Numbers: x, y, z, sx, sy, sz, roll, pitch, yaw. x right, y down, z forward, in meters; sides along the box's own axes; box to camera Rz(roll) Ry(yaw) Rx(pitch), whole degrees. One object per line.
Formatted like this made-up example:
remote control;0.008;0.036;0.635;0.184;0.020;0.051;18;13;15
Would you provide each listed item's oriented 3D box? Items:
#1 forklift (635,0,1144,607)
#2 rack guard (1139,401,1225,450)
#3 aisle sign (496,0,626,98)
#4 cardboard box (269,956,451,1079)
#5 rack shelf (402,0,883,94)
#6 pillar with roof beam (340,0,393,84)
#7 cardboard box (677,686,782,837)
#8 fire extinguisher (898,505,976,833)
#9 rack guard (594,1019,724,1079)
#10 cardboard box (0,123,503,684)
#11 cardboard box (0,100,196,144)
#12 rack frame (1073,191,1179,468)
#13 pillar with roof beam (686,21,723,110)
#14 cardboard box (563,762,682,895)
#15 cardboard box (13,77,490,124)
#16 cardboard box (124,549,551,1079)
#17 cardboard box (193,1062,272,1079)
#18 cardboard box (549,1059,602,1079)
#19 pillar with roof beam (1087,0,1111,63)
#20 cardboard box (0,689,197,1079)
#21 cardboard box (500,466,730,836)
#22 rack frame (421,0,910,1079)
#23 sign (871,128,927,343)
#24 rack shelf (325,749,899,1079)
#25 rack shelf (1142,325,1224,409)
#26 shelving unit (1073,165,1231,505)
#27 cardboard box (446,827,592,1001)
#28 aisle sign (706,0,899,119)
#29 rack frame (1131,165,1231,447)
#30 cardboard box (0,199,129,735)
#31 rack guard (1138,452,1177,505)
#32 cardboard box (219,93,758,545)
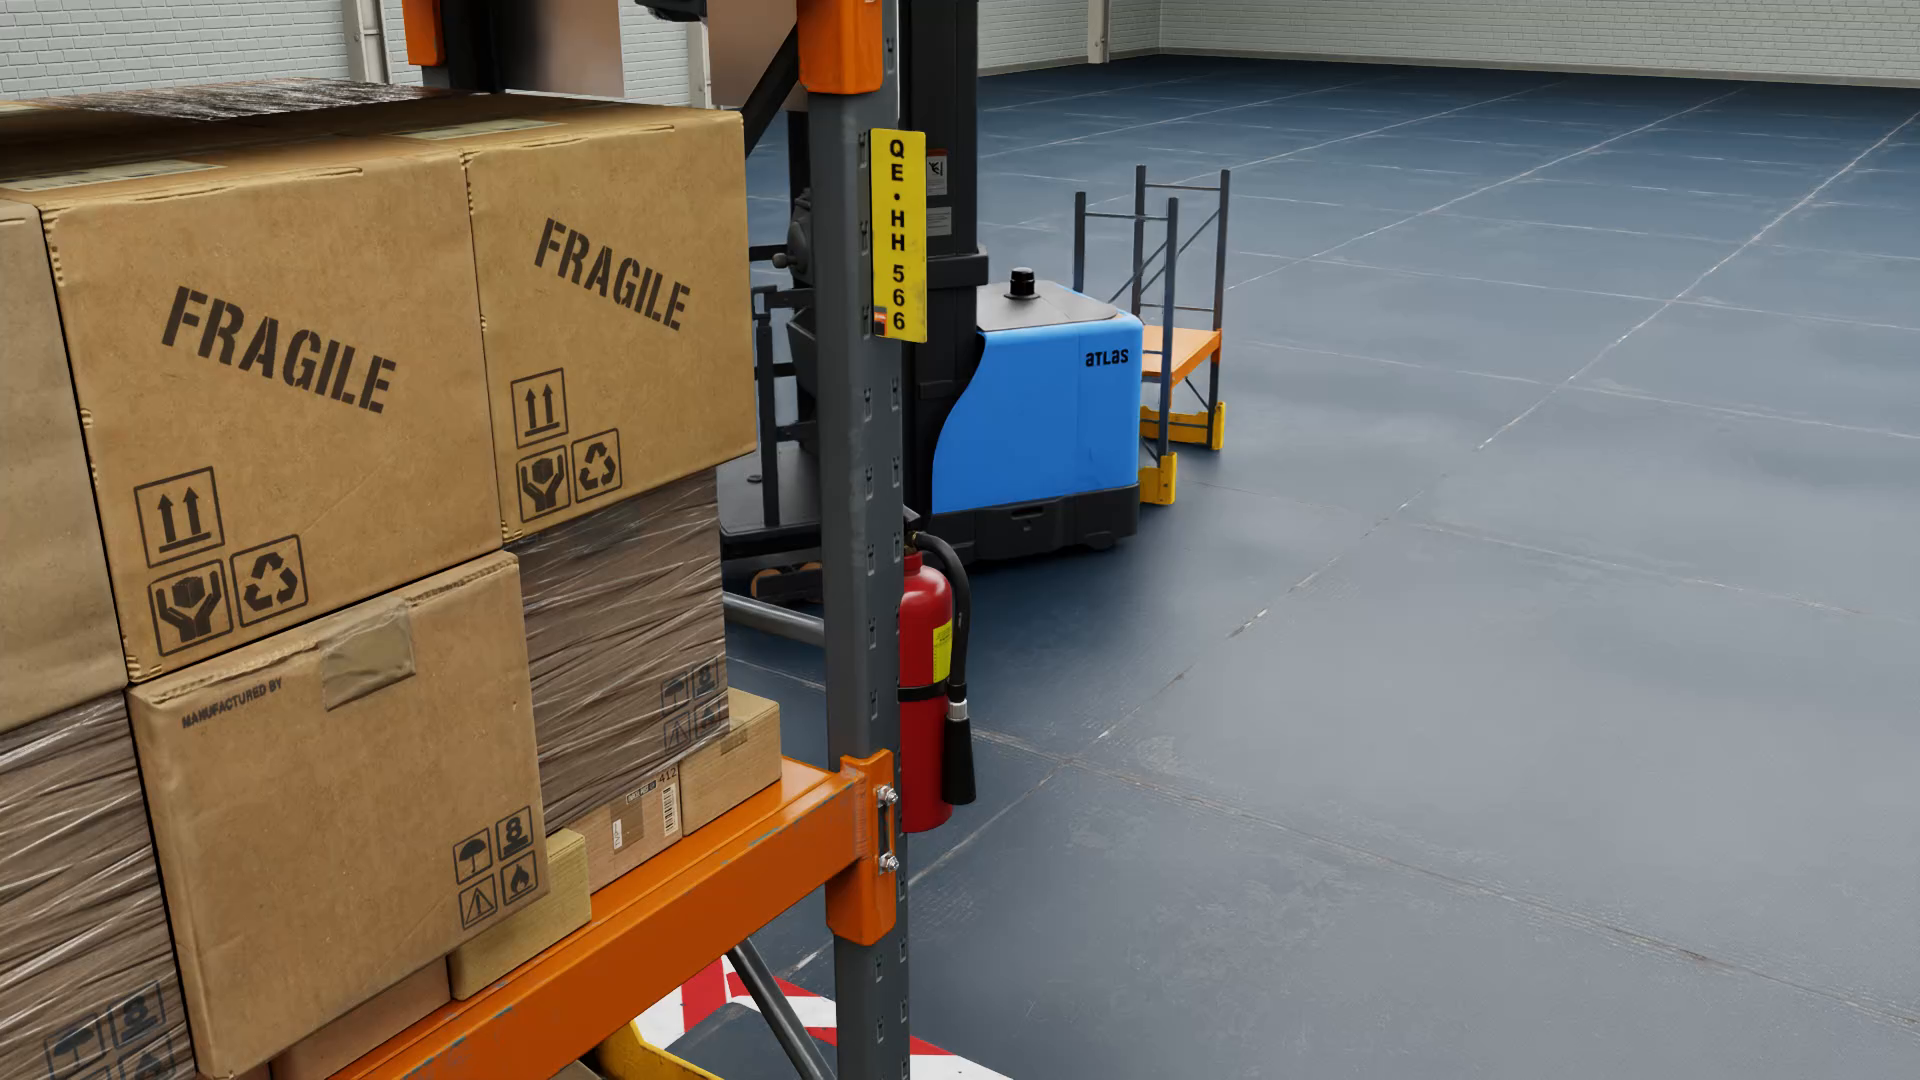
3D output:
forklift;-0.737;-1.291;7.031;3.031;2.935;1.130;-9;22;-22
rack guard;1.165;-0.660;9.188;0.587;0.250;0.087;8;22;21
aisle sign;-0.756;-1.191;2.914;0.394;0.787;0.004;13;24;32
cardboard box;-0.924;0.566;2.272;0.380;0.149;0.250;13;24;32
rack shelf;-1.667;-0.391;1.212;1.077;0.370;4.000;13;24;32
pillar with roof beam;-3.677;-8.188;16.931;9.100;9.000;0.400;13;24;32
cardboard box;-0.532;0.344;2.873;0.380;0.149;0.250;13;24;32
fire extinguisher;-0.097;0.198;3.018;0.296;0.674;0.183;13;24;32
rack guard;-0.585;1.299;3.534;1.175;0.500;0.348;13;24;32
cardboard box;-0.924;-0.200;1.969;0.500;0.500;0.500;13;24;32
cardboard box;-1.364;-0.304;2.249;0.500;0.500;0.500;13;24;32
rack frame;0.787;-0.926;8.106;0.500;1.500;0.032;8;22;21
pillar with roof beam;-0.304;-9.910;21.585;9.100;9.000;0.400;13;24;32
cardboard box;-0.673;0.416;2.679;0.380;0.149;0.250;13;24;32
cardboard box;-1.077;-0.446;2.634;0.500;0.500;0.500;13;24;32
cardboard box;-1.056;0.237;2.227;0.875;0.500;0.500;13;24;32
cardboard box;-1.099;0.630;2.100;0.380;0.149;0.250;13;24;32
cardboard box;-0.908;1.256;3.044;0.500;0.500;0.500;19;28;42
pillar with roof beam;6.442;-13.353;30.893;9.100;9.000;0.400;13;24;32
cardboard box;-1.373;0.372;1.862;0.875;0.500;0.500;13;24;32
cardboard box;-0.875;0.070;2.678;0.875;0.500;0.500;13;24;32
rack frame;-0.545;0.104;3.161;0.949;2.616;0.053;13;24;32
sign;-0.095;-0.473;2.595;0.100;0.325;0.005;13;24;32
rack shelf;-1.667;1.016;1.732;1.077;0.370;4.000;13;24;32
rack shelf;0.980;-0.921;8.609;0.538;0.185;1.000;8;22;21
shelving unit;0.976;-1.086;8.539;0.587;1.500;1.083;8;22;21
cardboard box;-0.771;0.498;2.458;0.380;0.149;0.250;13;24;32
aisle sign;-0.260;-1.074;2.598;0.394;0.787;0.004;13;24;32
rack frame;1.172;-1.253;8.988;0.500;1.500;0.032;8;22;21
cardboard box;-1.207;-0.057;1.582;0.500;0.500;0.500;13;24;32
rack guard;0.787;-0.340;8.324;0.587;0.250;0.087;8;22;21
cardboard box;-0.647;-0.345;2.360;0.500;0.500;0.500;13;24;32
